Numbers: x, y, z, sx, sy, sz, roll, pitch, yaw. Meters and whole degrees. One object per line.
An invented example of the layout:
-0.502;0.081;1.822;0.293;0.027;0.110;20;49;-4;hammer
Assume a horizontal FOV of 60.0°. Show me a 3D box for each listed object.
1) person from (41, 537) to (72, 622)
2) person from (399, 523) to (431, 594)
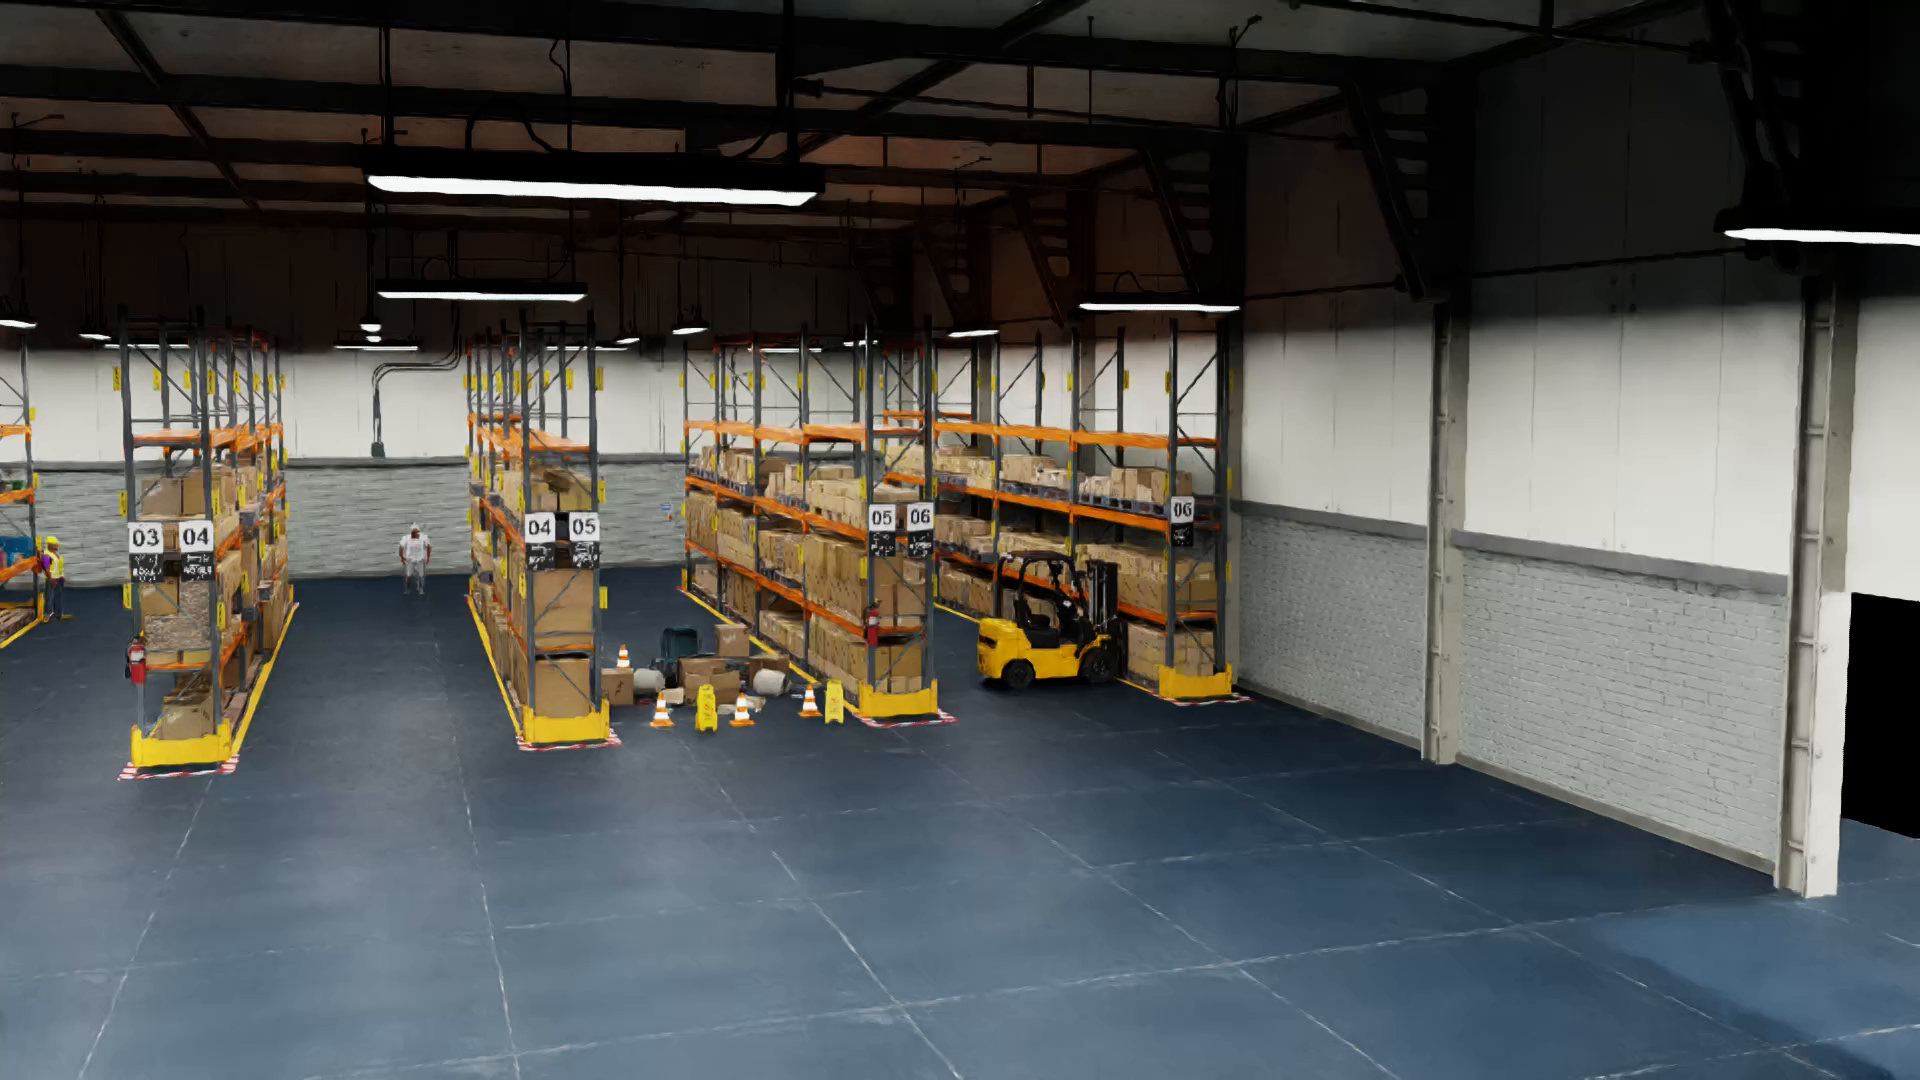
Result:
-18.957;0.804;34.800;0.388;1.762;0.717;0;5;-2;person
-12.834;0.444;39.161;0.718;1.714;0.578;-2;6;-21;person
